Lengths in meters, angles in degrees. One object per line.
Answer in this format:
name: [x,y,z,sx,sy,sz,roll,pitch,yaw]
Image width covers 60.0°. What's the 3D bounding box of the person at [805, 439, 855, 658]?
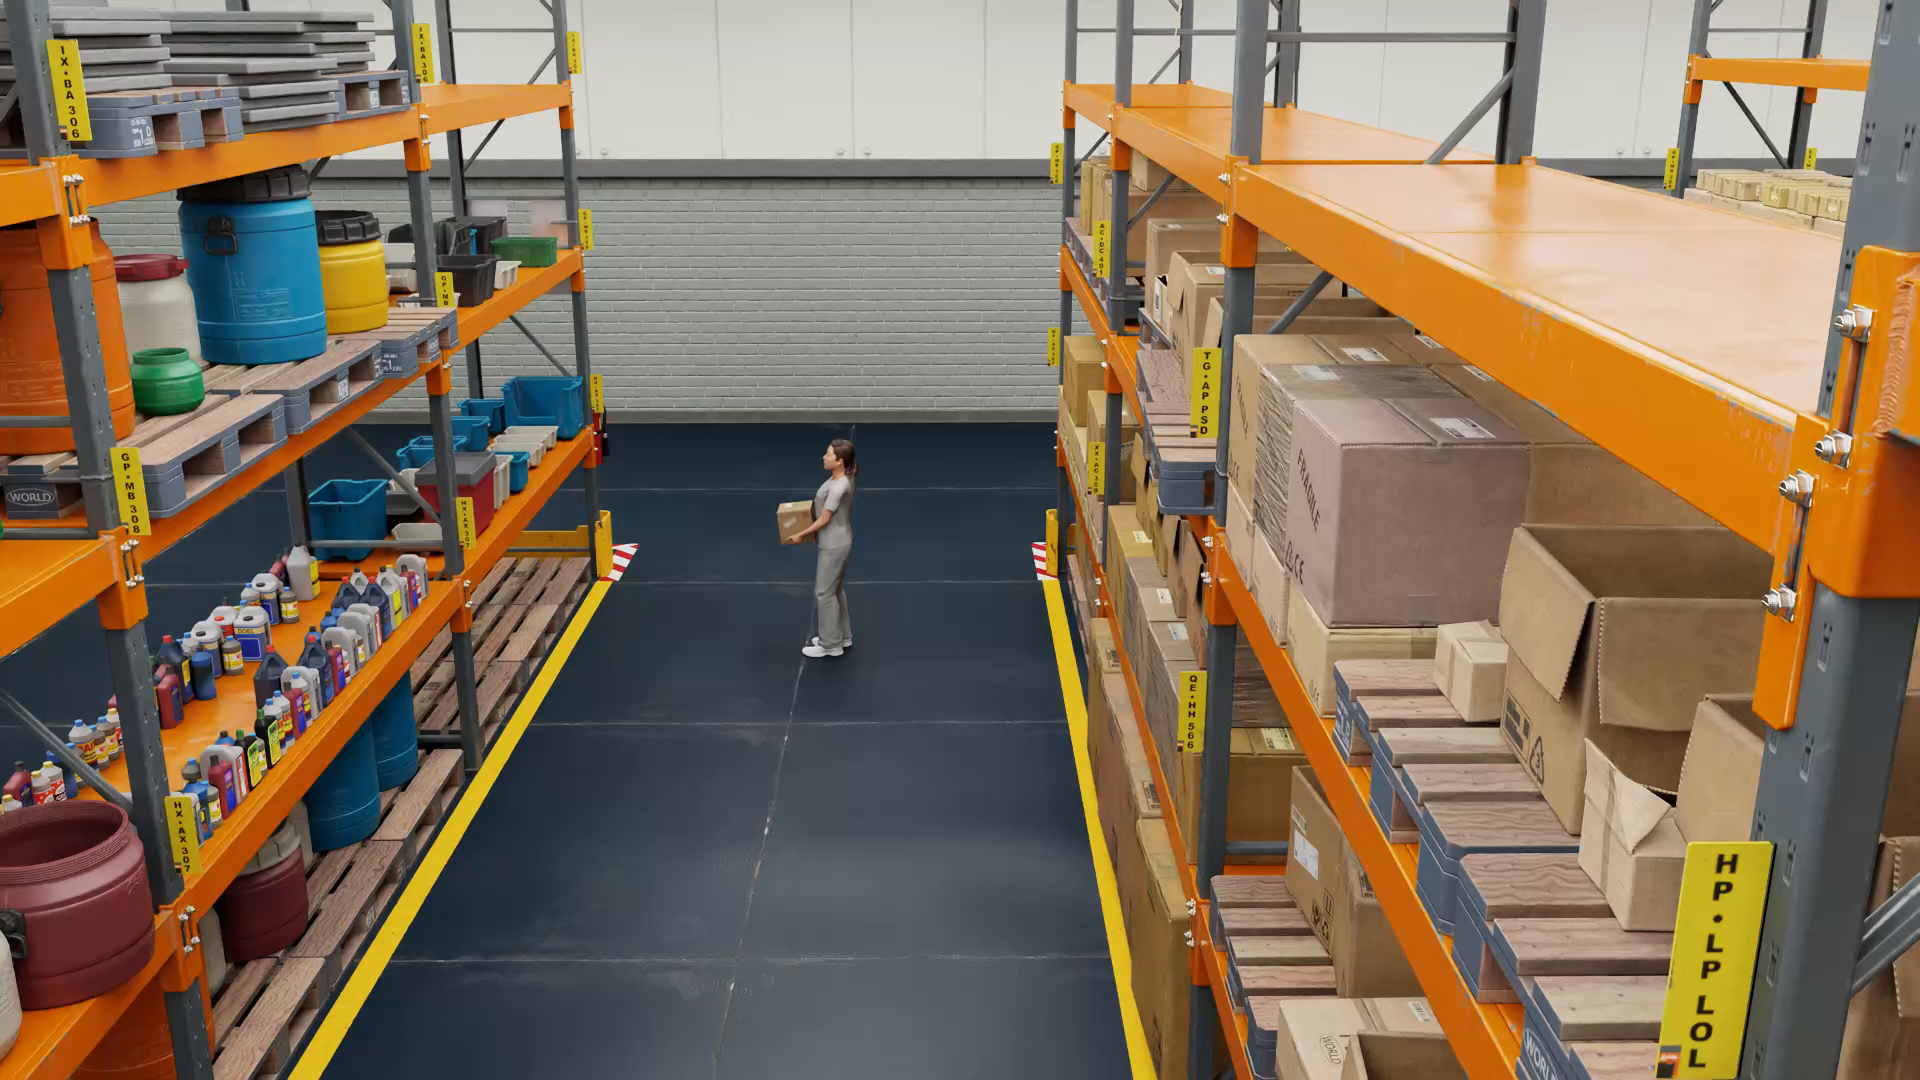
person: [-0.987,0.051,12.390,0.413,1.668,0.514,-1,17,-4]
